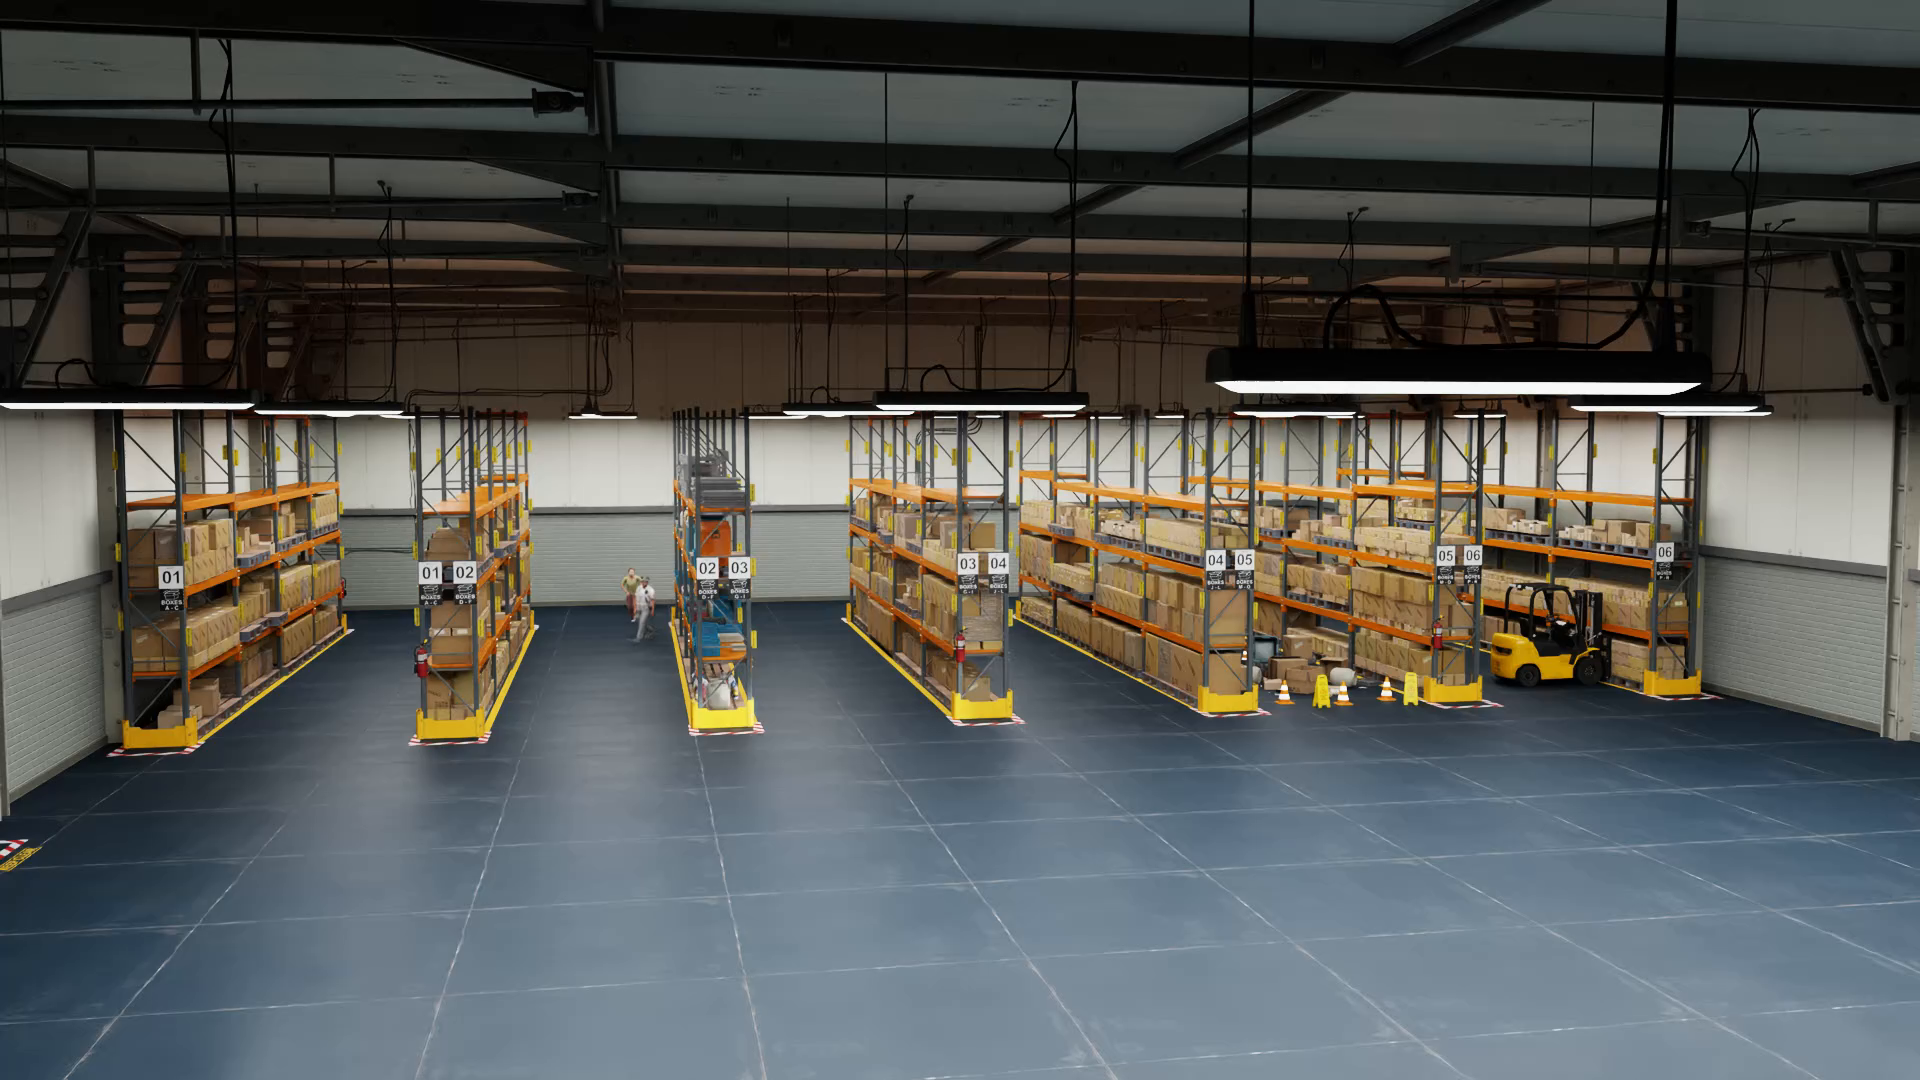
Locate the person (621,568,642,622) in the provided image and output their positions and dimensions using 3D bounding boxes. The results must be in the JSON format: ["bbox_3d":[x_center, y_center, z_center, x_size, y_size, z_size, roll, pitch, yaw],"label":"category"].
[{"bbox_3d":[-9.357,1.563,47.479,0.577,1.579,0.690,0,4,-1],"label":"person"}]

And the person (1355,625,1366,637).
[{"bbox_3d":[10.102,1.849,42.151,0.597,1.767,0.518,-1,4,-9],"label":"person"}]

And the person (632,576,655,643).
[{"bbox_3d":[-8.175,1.789,43.234,0.537,1.738,0.969,2,4,25],"label":"person"}]
